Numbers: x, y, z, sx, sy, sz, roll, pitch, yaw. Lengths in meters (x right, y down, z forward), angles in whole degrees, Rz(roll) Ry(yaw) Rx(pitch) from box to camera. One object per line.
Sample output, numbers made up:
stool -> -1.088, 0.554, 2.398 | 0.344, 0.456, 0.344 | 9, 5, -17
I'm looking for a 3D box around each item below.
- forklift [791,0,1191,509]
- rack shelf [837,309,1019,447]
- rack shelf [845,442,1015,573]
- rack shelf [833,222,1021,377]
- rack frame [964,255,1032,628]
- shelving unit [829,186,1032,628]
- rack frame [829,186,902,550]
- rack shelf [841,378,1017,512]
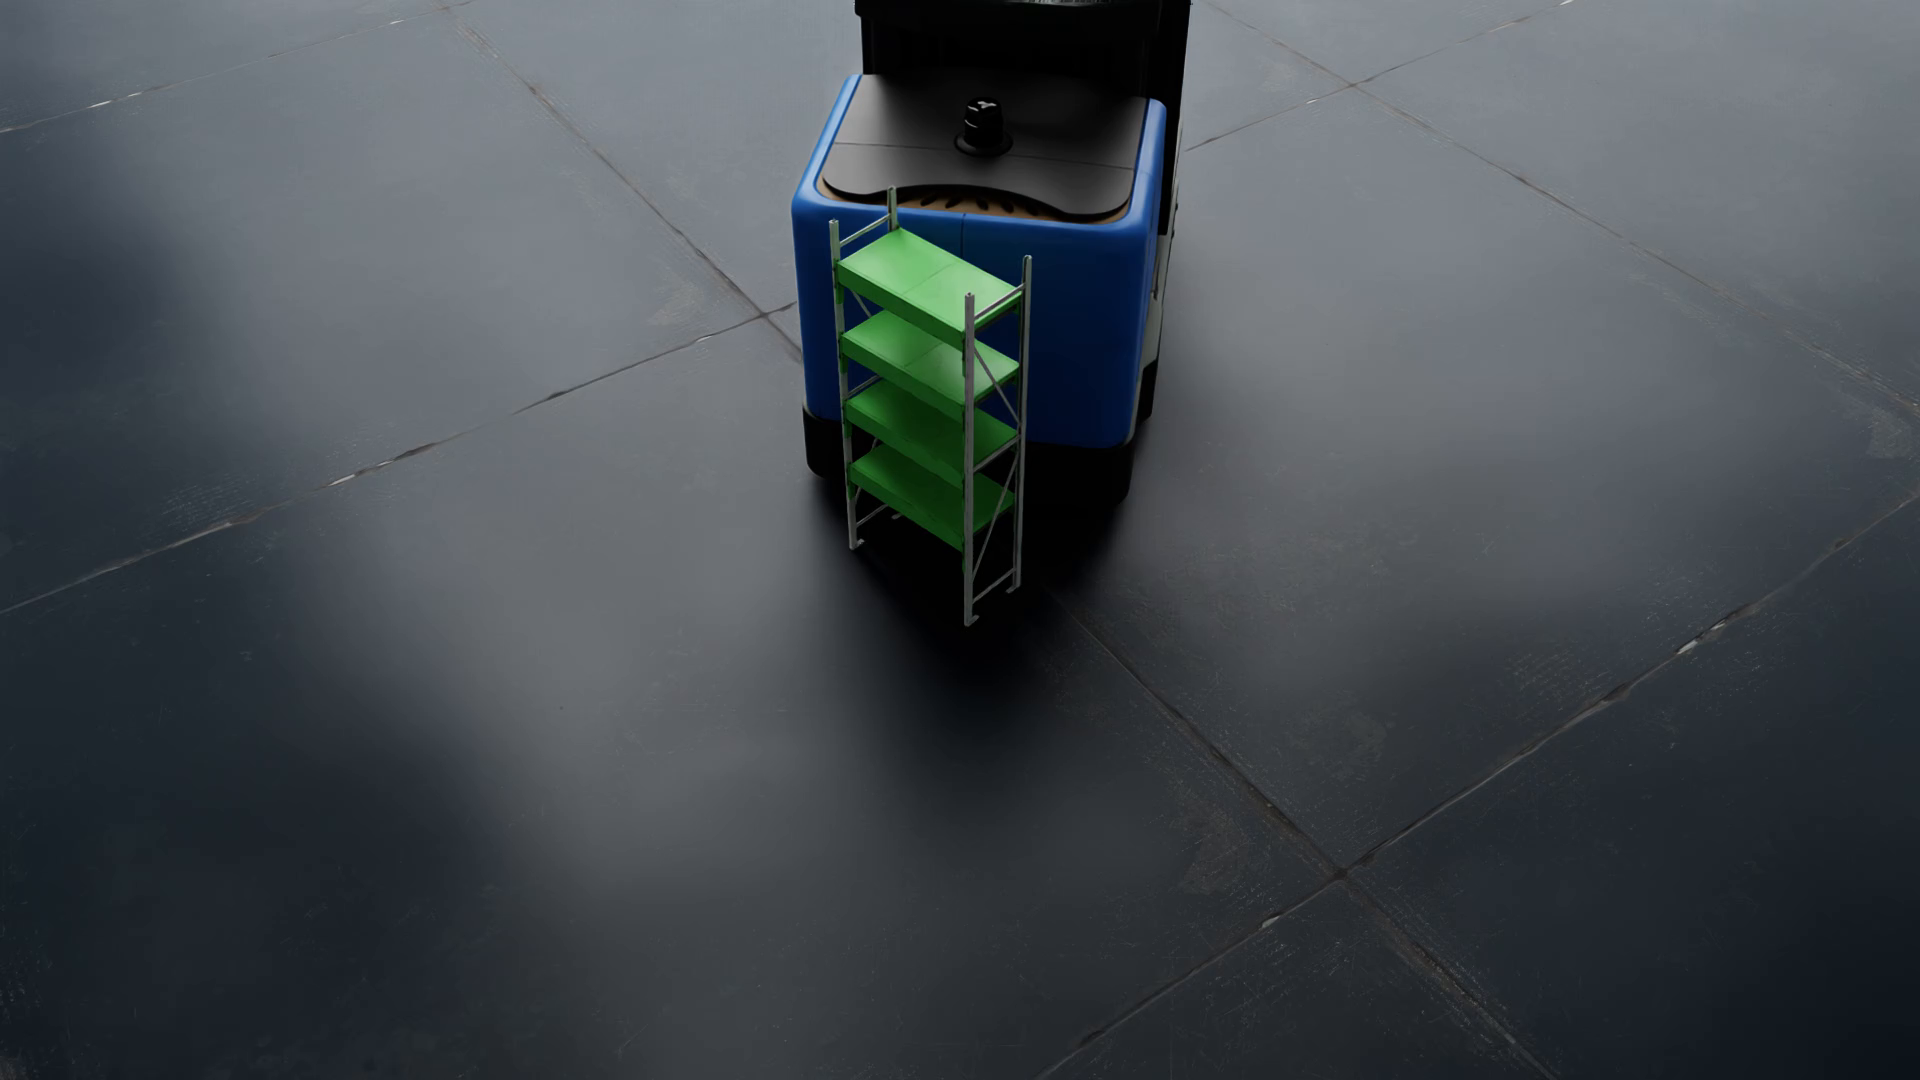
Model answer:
forklift -> 0.253, -2.184, 5.415 | 1.130, 2.935, 3.031 | 7, 44, 7
rack shelf -> -0.081, -0.478, 4.627 | 0.480, 0.148, 0.258 | 33, 52, 29
rack shelf -> -0.081, -0.131, 4.958 | 0.480, 0.148, 0.258 | 33, 52, 29
rack shelf -> -0.081, -0.652, 4.461 | 0.480, 0.148, 0.258 | 33, 52, 29
rack frame -> 0.098, -0.236, 4.629 | 0.015, 1.200, 0.240 | 33, 52, 29
shelving unit -> -0.081, -0.351, 4.748 | 0.503, 1.200, 0.258 | 33, 52, 29
rack frame -> -0.260, -0.465, 4.868 | 0.015, 1.200, 0.240 | 33, 52, 29
rack shelf -> -0.081, -0.304, 4.793 | 0.480, 0.148, 0.258 | 33, 52, 29
